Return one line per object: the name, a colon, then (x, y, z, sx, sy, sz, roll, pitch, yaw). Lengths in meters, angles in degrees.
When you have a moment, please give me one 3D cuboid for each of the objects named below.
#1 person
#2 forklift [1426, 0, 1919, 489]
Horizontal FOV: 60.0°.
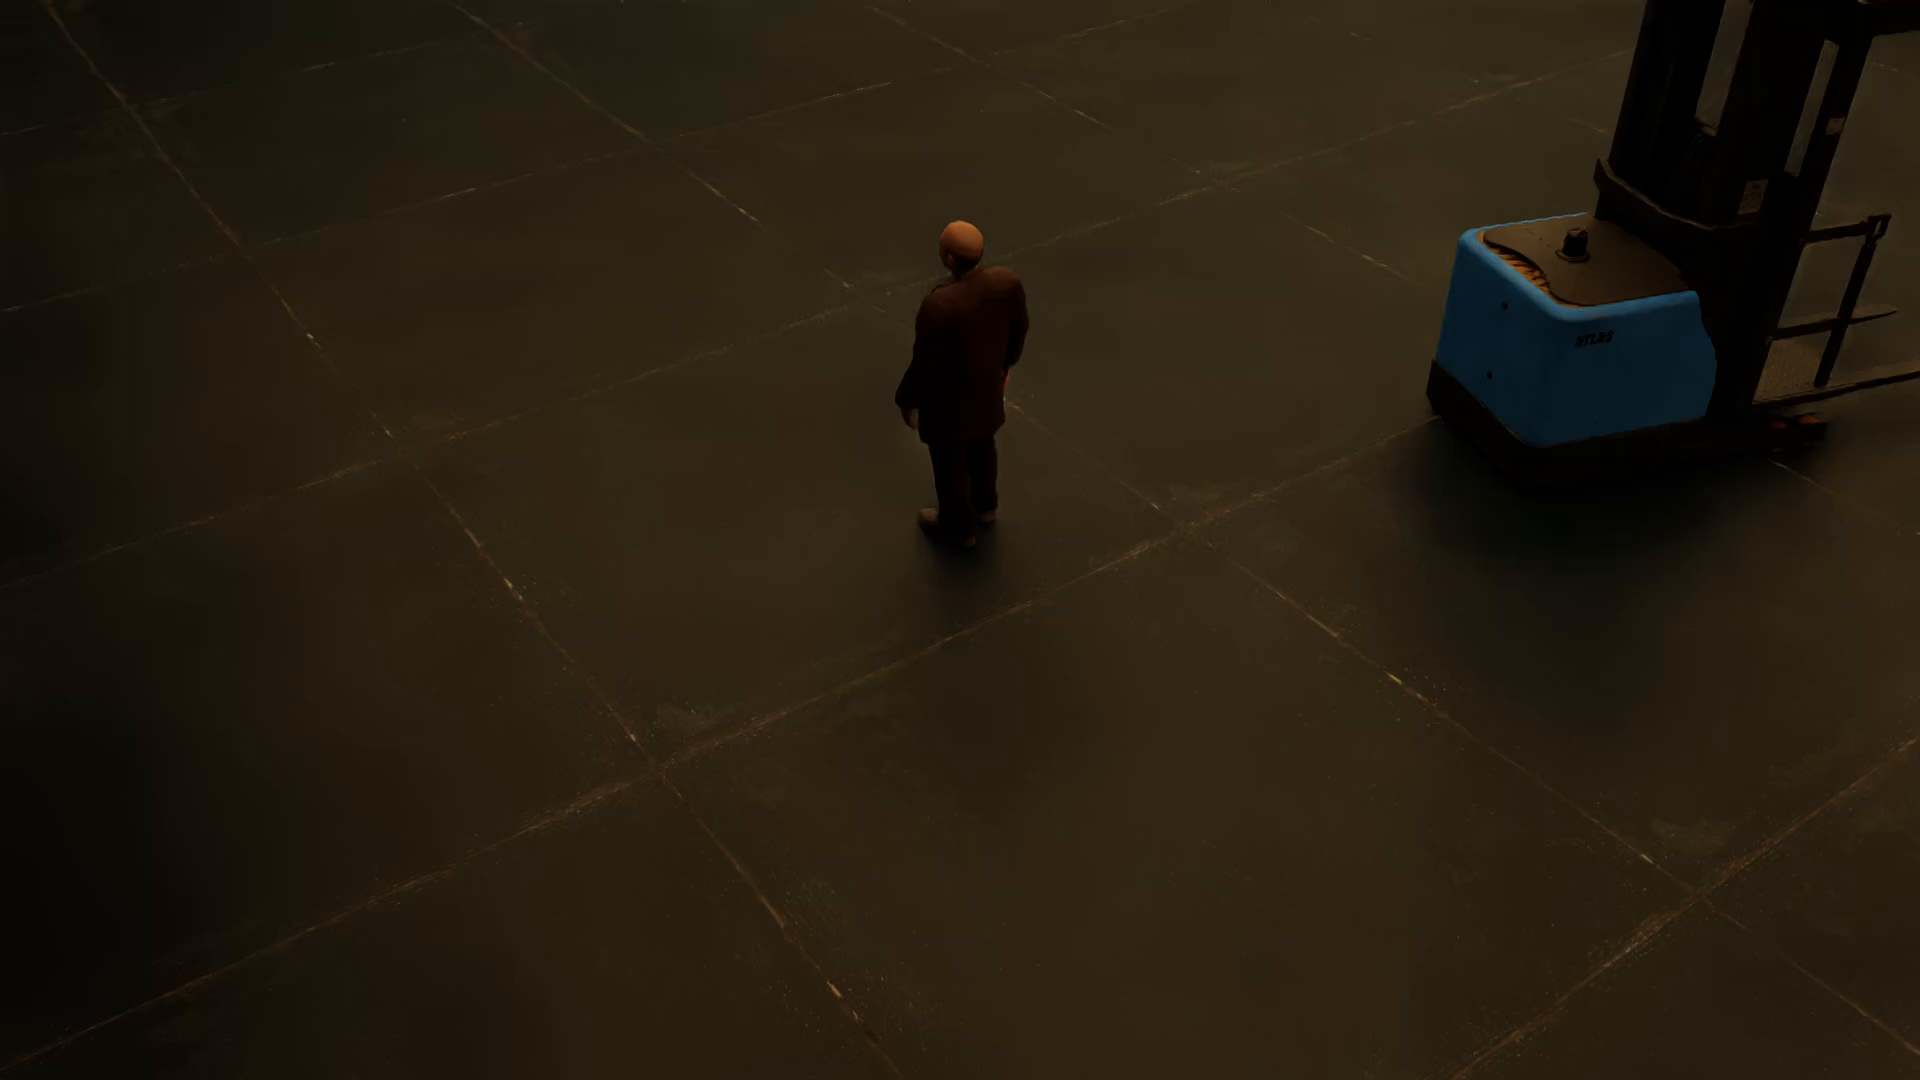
person: (-0.049, -0.767, 7.939, 0.694, 1.776, 0.580, -23, 42, -28)
forklift: (4.210, -1.948, 8.579, 3.031, 2.935, 1.130, -10, 38, -14)
